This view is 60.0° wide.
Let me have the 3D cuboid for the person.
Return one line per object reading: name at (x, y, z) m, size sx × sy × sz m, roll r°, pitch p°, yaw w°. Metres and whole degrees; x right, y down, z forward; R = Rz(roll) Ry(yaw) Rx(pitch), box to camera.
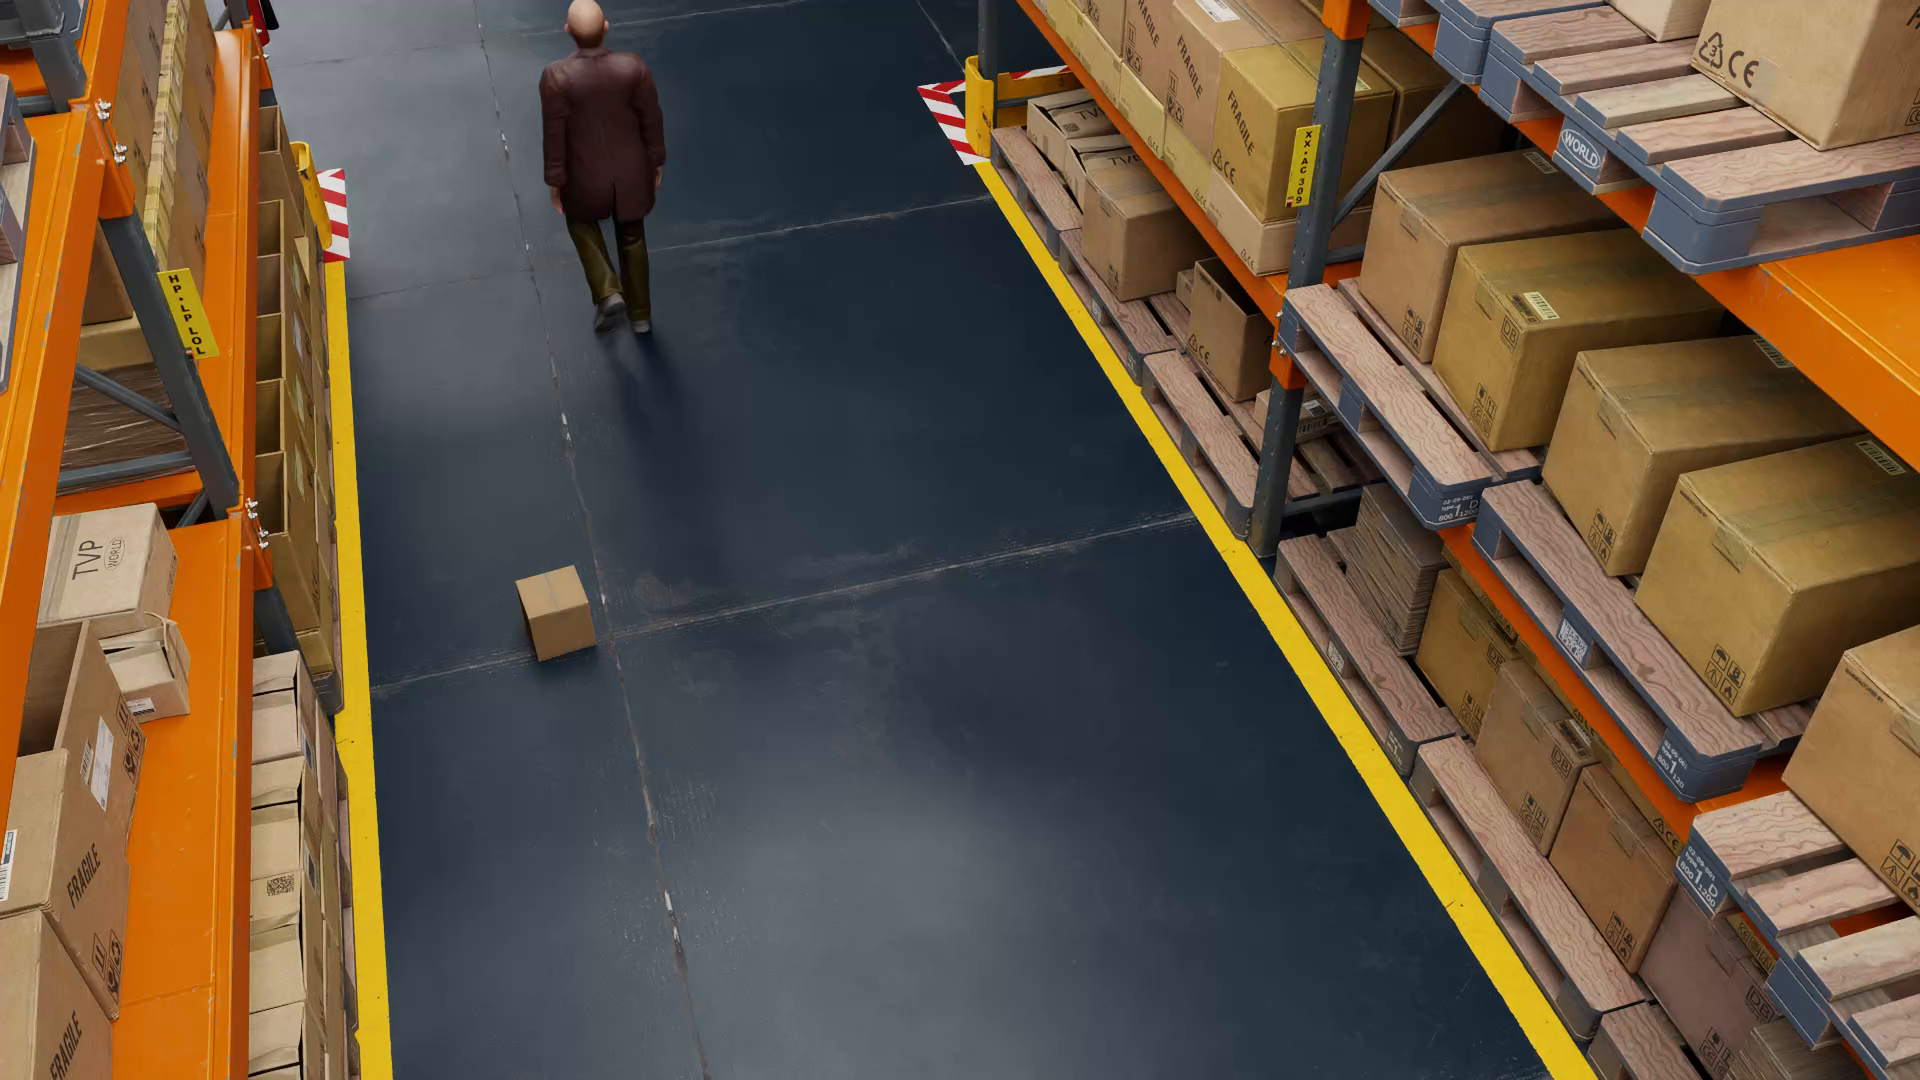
person at (-1.741, -1.817, 8.170) m, size 0.613 × 1.782 × 0.514 m, roll -13°, pitch 43°, yaw -14°
